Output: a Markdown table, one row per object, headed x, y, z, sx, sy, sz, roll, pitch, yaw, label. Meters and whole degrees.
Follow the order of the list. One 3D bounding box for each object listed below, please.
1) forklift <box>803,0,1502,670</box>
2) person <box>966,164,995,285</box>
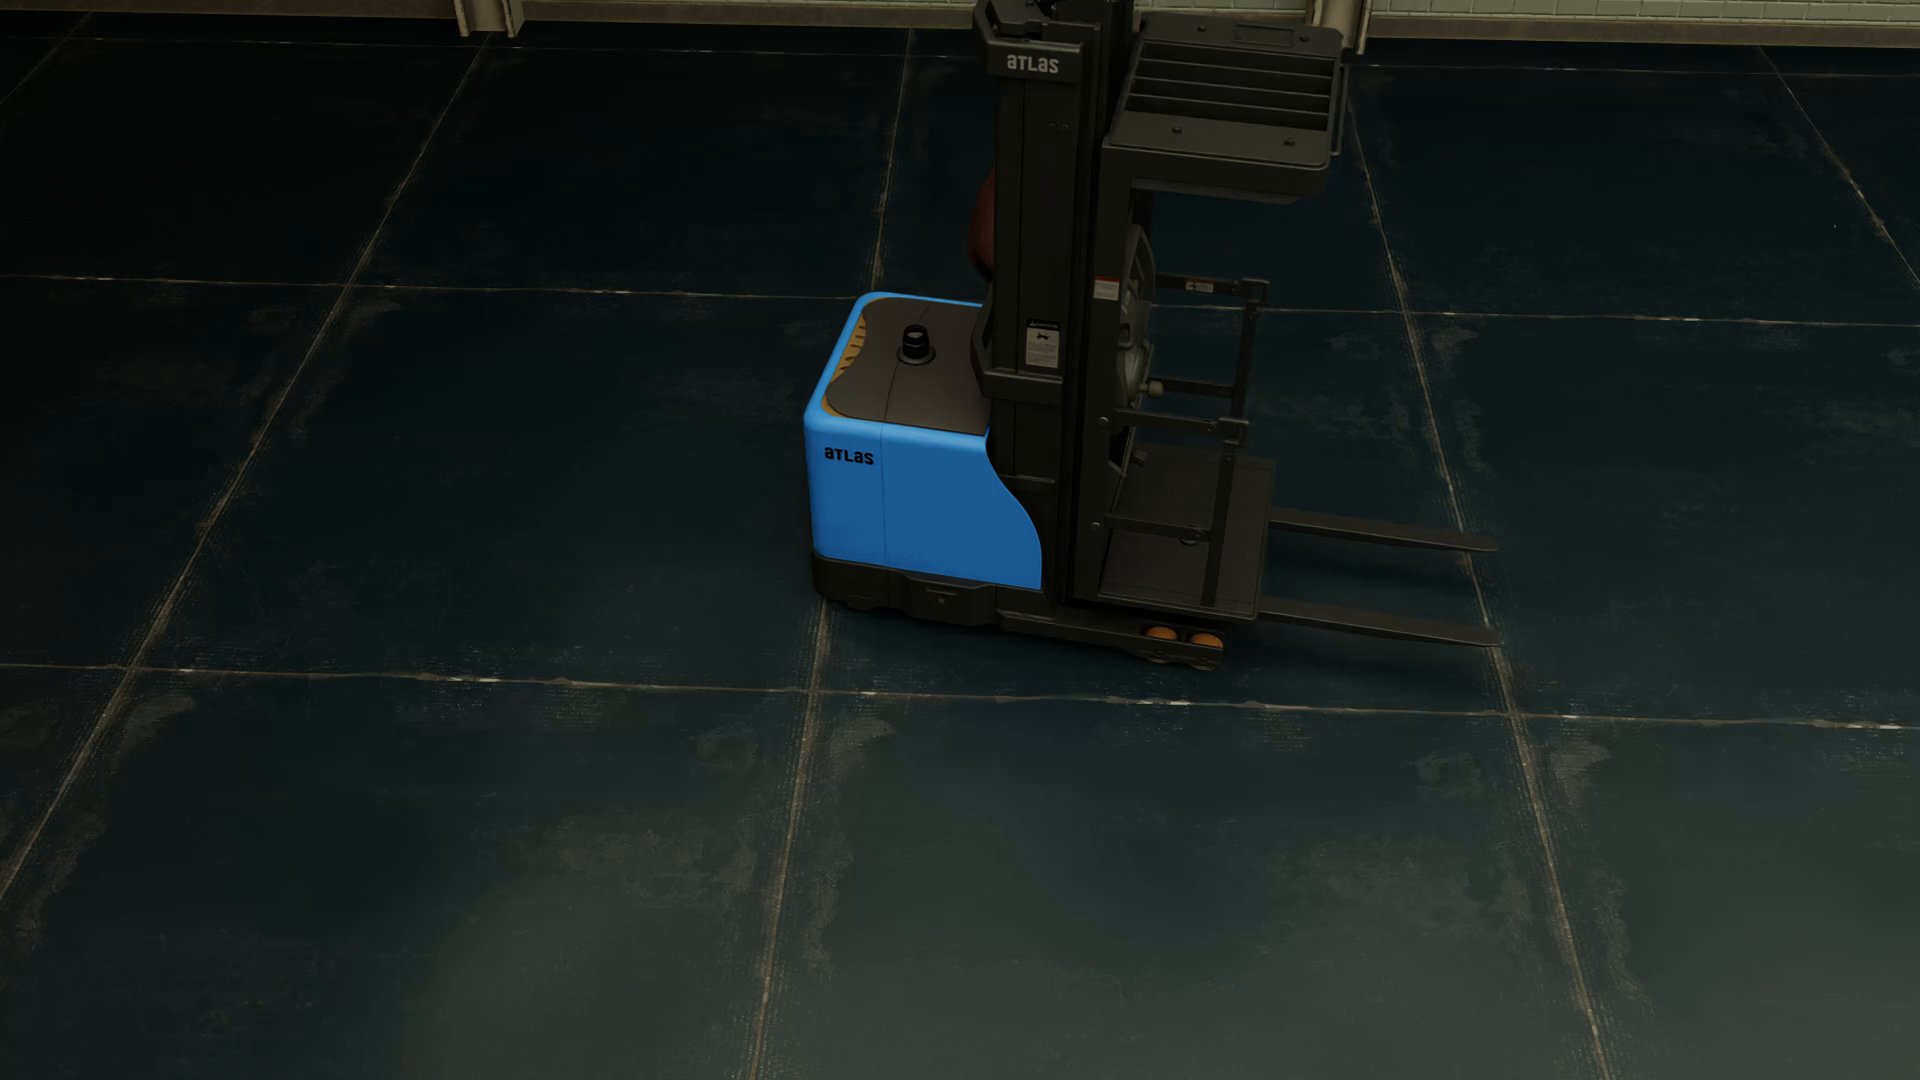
| x | y | z | sx | sy | sz | roll | pitch | yaw | label |
| --- | --- | --- | --- | --- | --- | --- | --- | --- | --- |
| 0.902 | -0.906 | 6.735 | 3.031 | 2.935 | 1.130 | 8 | 43 | 9 | forklift |
| 0.503 | -1.497 | 8.424 | 0.918 | 1.535 | 1.018 | -10 | 43 | -11 | person |
